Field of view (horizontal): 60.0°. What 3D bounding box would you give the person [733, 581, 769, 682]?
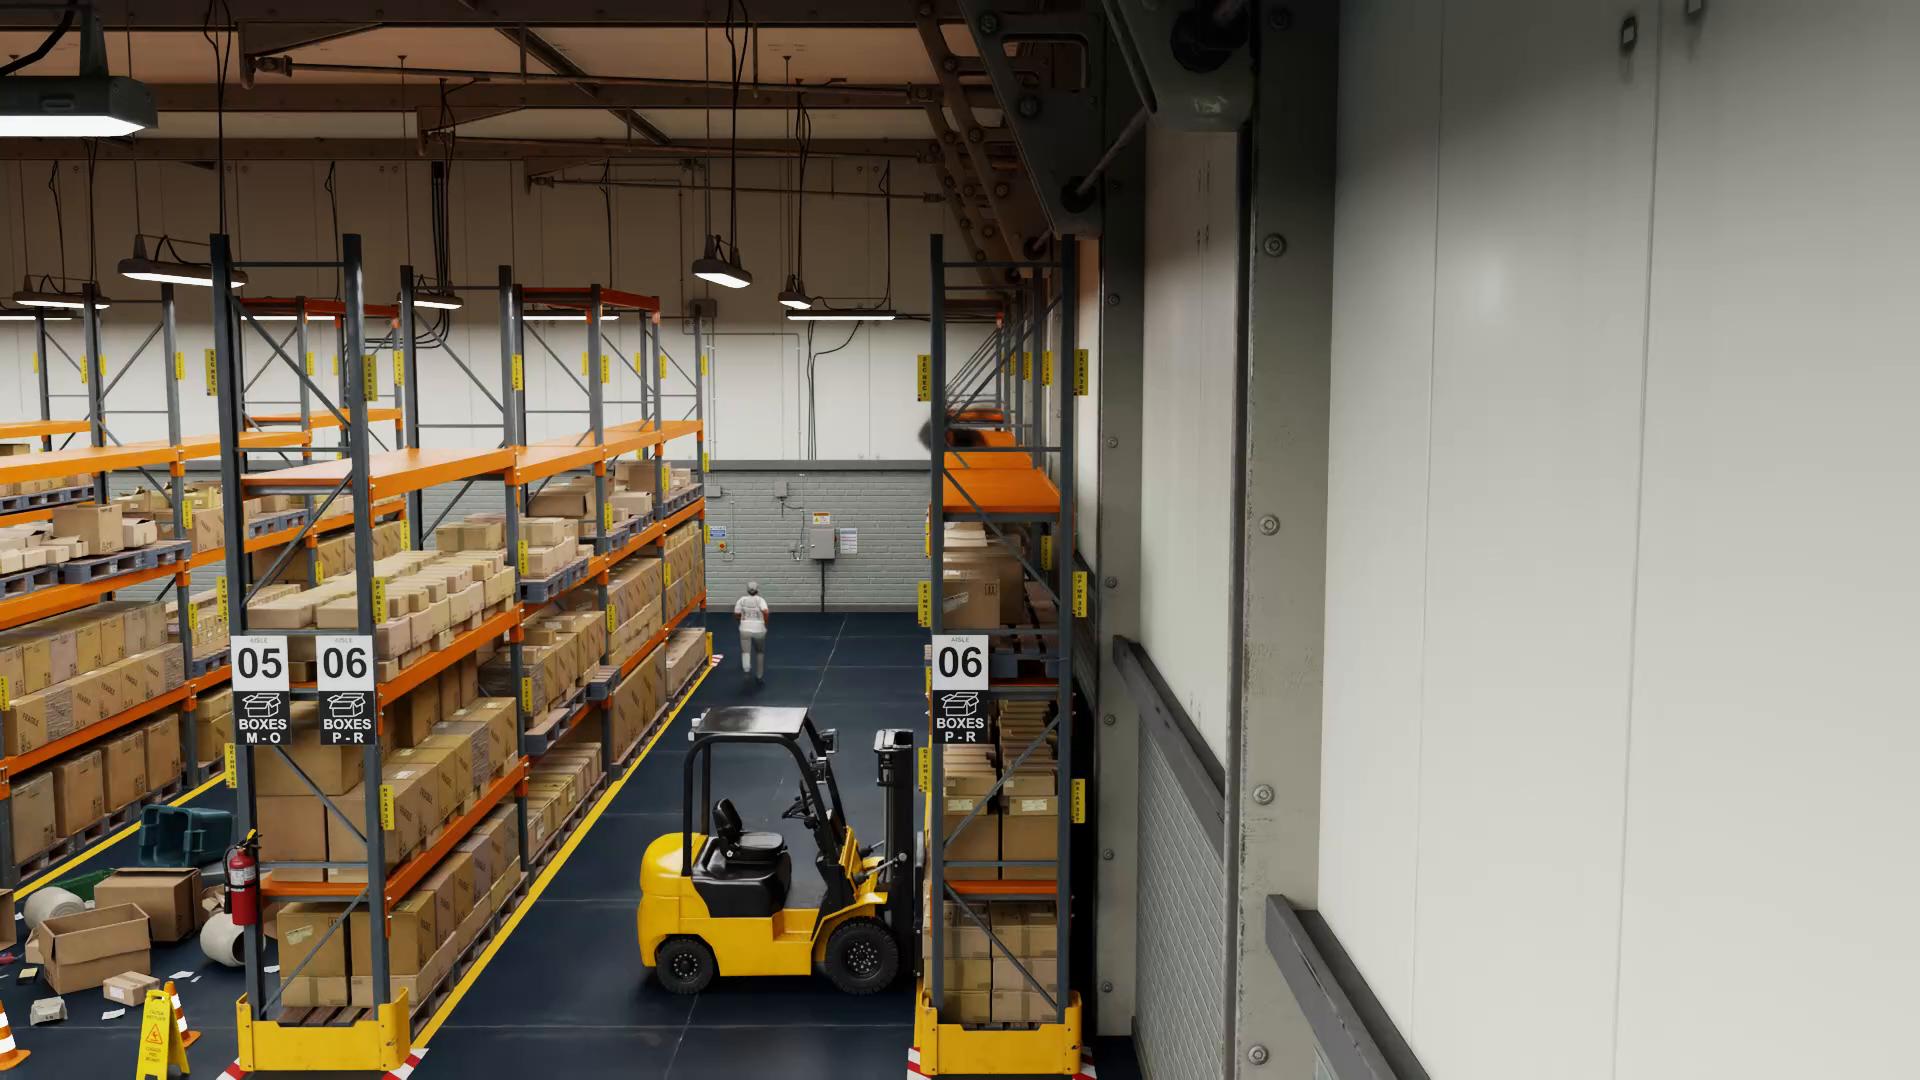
[{"bbox_3d":[-3.264,1.488,26.015,0.575,1.681,1.094,-1,6,-5],"label":"person"}]
